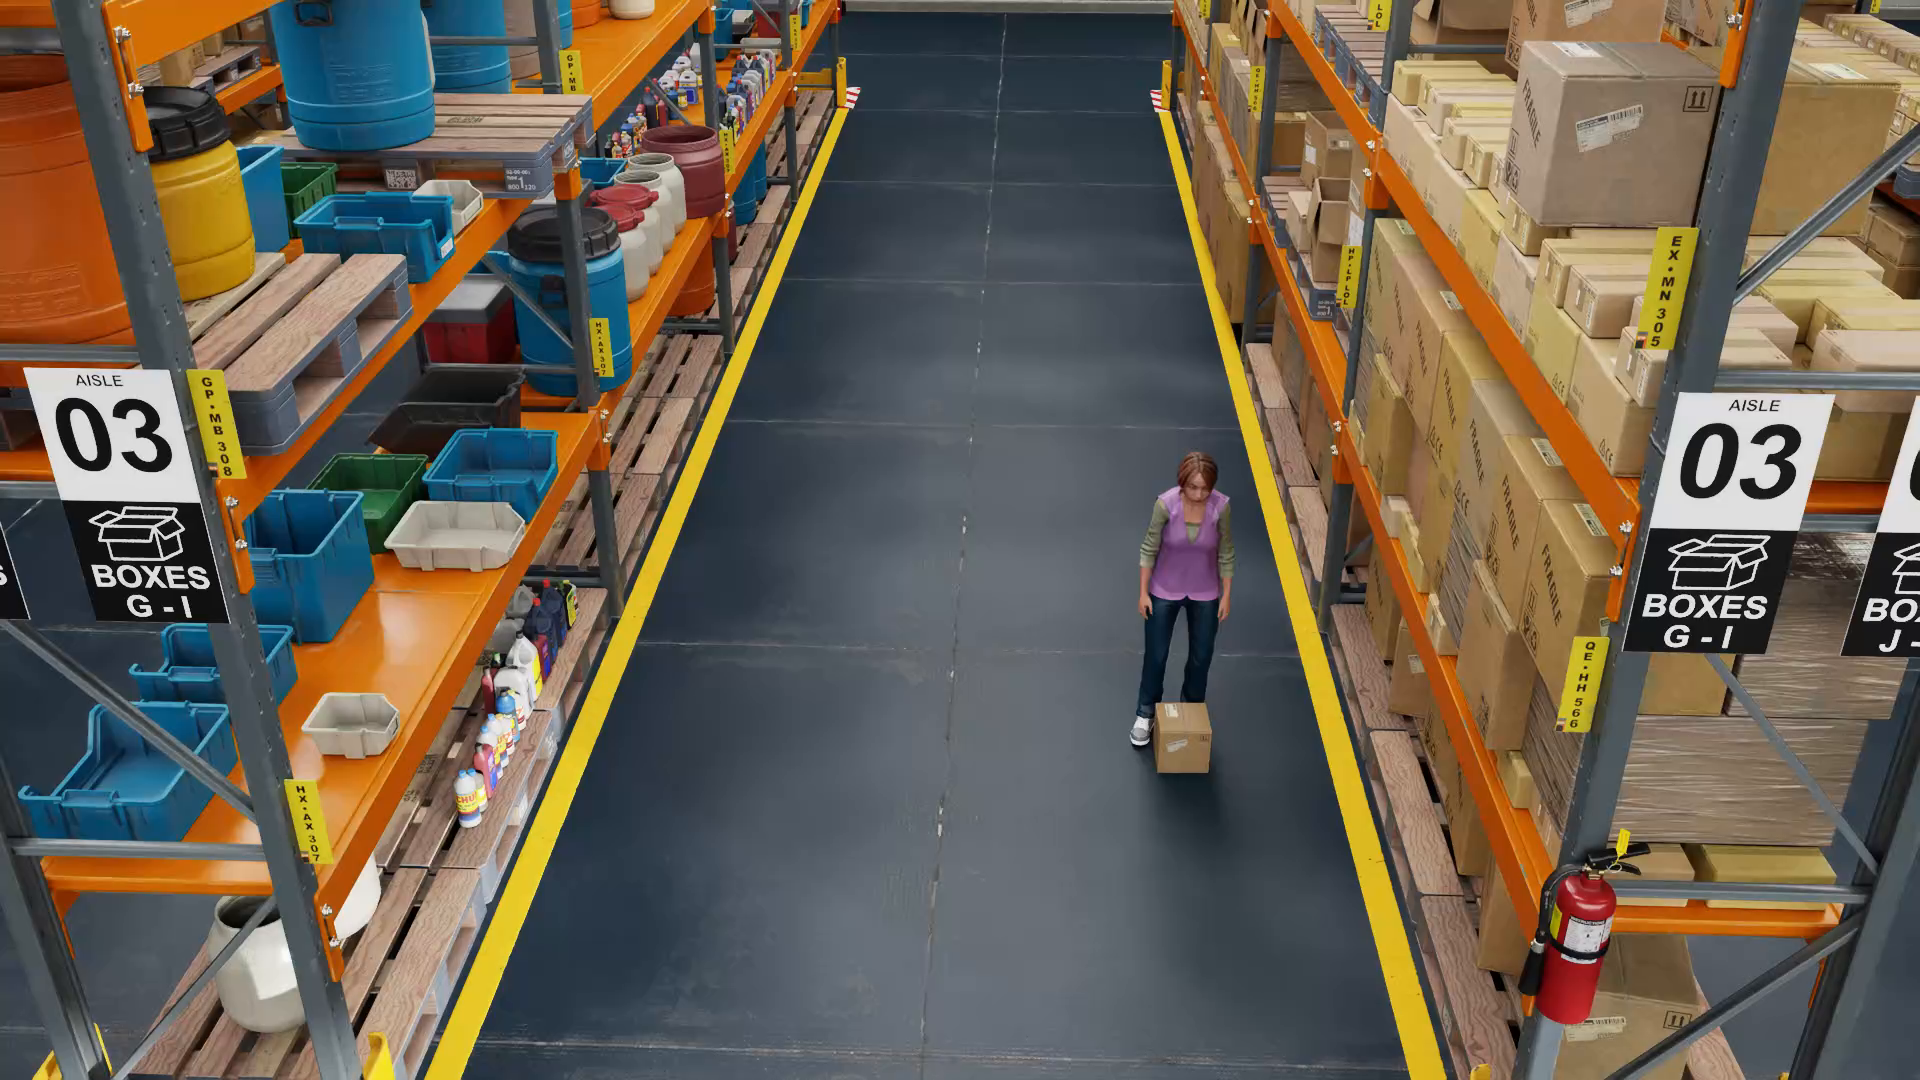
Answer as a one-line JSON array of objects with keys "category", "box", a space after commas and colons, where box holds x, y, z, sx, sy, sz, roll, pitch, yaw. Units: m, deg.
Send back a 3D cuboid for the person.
[{"category": "person", "box": [1.097, 0.275, 8.124, 0.460, 1.593, 0.343, 1, 28, 2]}]
